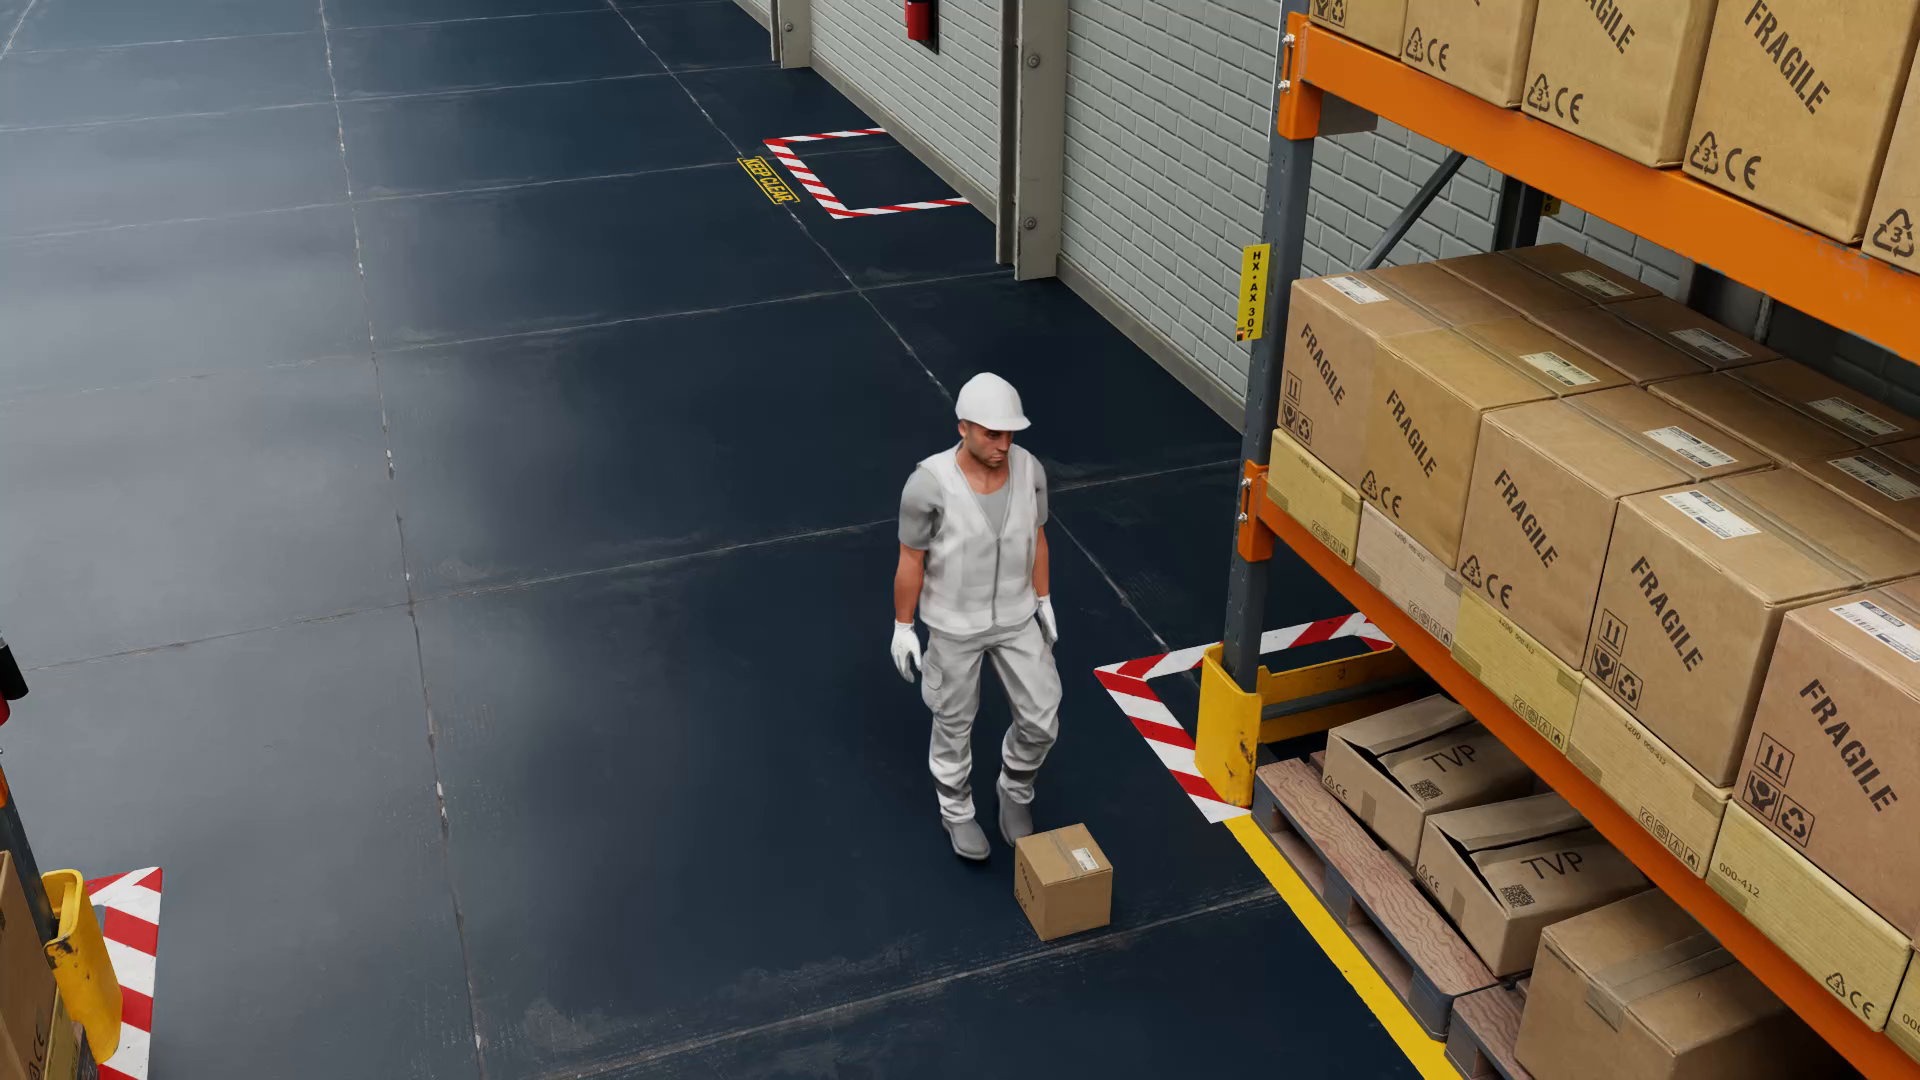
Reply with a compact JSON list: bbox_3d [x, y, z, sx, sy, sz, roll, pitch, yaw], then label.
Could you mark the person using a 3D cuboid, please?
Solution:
[{"bbox_3d":[0.064,0.309,5.575,0.587,1.823,0.421,-11,31,-19],"label":"person"}]
